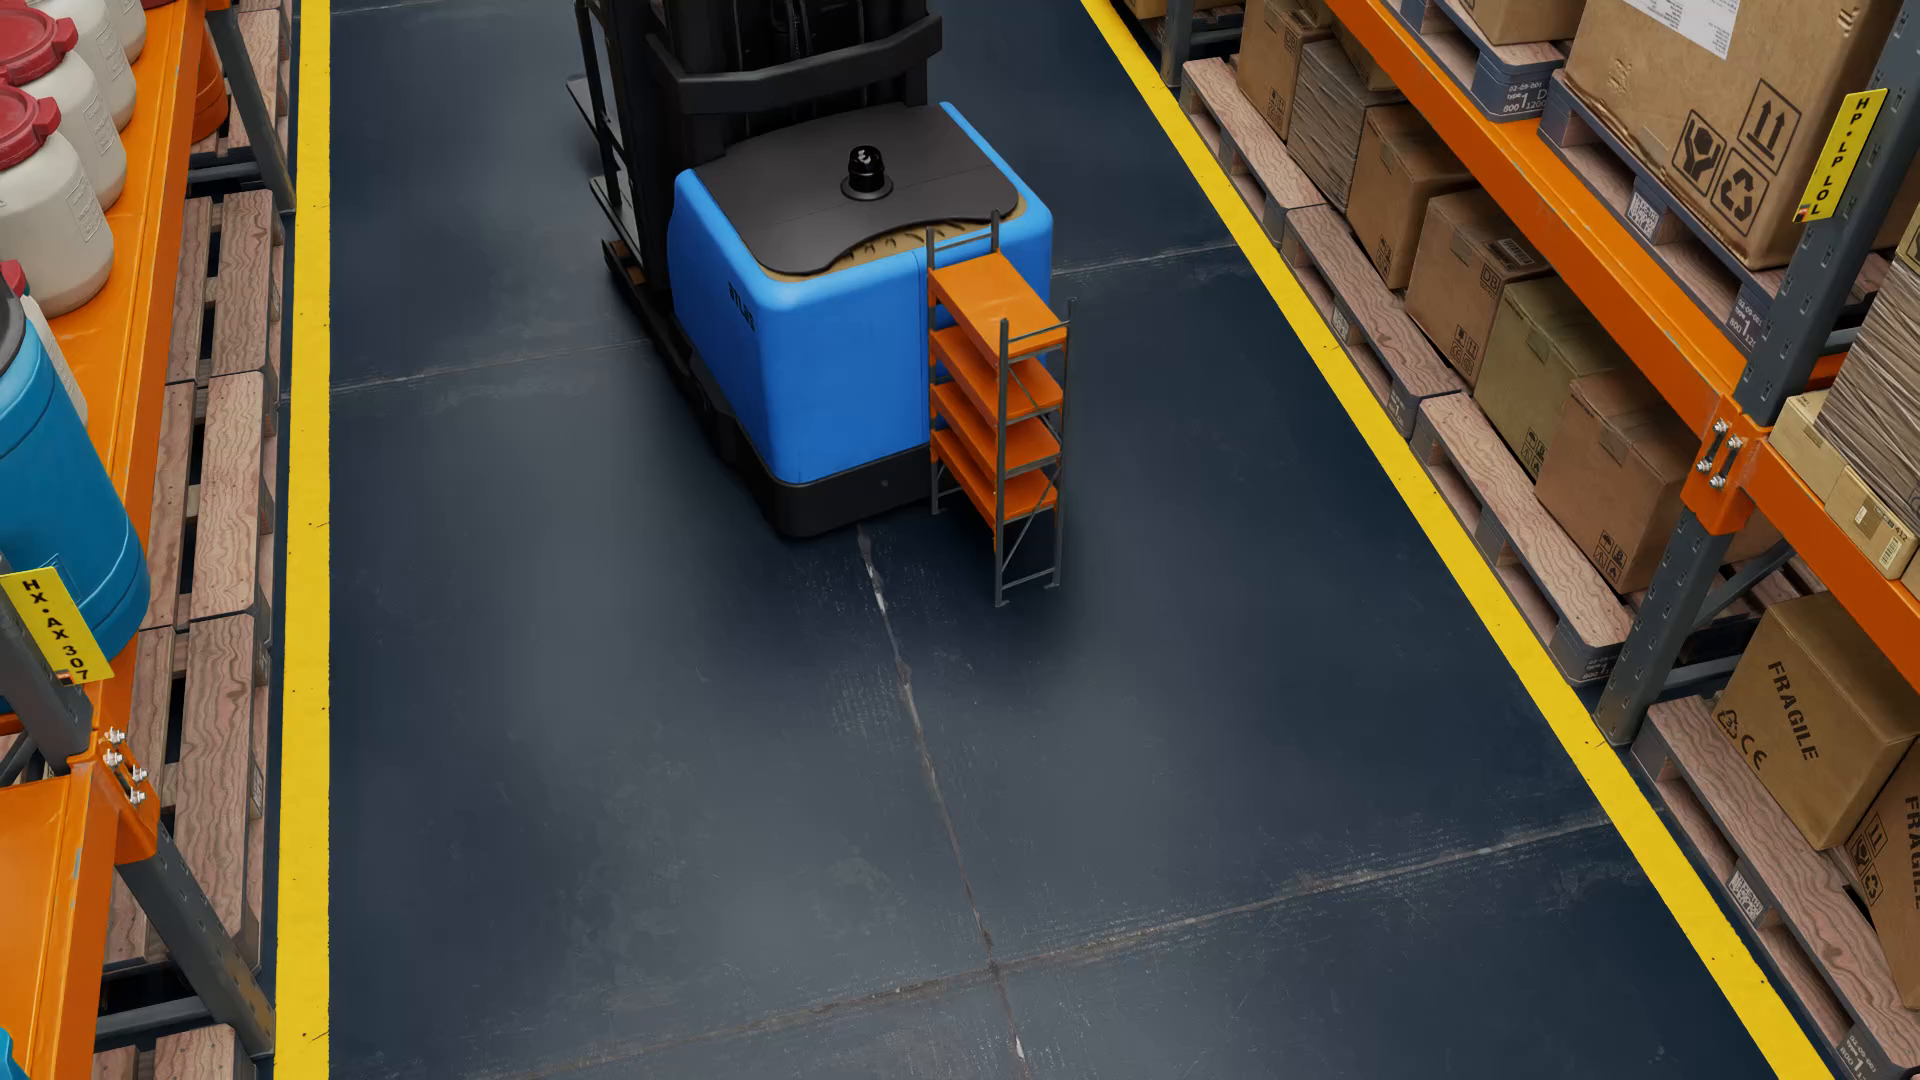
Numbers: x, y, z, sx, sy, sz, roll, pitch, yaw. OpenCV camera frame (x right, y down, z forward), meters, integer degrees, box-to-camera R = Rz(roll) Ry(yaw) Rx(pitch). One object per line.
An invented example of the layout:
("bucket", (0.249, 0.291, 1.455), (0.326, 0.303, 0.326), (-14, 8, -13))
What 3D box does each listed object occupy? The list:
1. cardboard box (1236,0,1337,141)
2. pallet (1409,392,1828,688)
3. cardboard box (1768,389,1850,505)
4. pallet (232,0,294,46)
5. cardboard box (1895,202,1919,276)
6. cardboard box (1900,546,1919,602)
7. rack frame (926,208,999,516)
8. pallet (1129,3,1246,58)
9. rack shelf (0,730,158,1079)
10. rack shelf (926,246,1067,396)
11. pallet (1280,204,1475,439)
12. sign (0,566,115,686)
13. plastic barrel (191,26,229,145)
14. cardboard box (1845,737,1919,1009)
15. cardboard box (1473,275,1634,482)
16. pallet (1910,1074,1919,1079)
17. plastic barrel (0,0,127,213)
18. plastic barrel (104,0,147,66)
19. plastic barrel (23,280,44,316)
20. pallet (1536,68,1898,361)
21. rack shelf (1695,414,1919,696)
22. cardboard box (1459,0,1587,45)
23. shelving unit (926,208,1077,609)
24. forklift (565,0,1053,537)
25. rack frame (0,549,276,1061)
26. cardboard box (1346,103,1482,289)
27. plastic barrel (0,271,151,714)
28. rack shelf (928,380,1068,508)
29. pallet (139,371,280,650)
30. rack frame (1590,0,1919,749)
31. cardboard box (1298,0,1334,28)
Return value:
("cardboard box", (1.639, -2.123, 7.172), (0.700, 0.500, 0.500), (-13, 47, -12))
("pallet", (2.272, -0.102, 5.703), (1.003, 0.211, 1.213), (-11, 47, -10))
("cardboard box", (2.237, -0.250, 4.070), (0.380, 0.149, 0.250), (-11, 47, -10))
("pallet", (-3.890, -2.799, 8.345), (1.003, 0.211, 1.213), (-11, 47, -10))
("cardboard box", (2.342, -0.673, 3.331), (0.500, 0.500, 0.500), (-11, 47, -10))
("cardboard box", (2.379, 0.093, 3.735), (0.380, 0.149, 0.250), (-11, 47, -10))
("rack frame", (0.009, -0.547, 5.446), (0.240, 1.200, 0.015), (-19, 49, -18))
("pallet", (1.319, -2.885, 8.429), (1.003, 0.211, 1.213), (-11, 47, -10))
("rack shelf", (-1.804, 1.997, 2.196), (1.077, 0.370, 4.000), (-11, 47, -10))
("rack shelf", (0.117, -0.666, 5.012), (0.258, 0.148, 0.480), (-19, 49, -18))
("pallet", (1.956, -0.946, 6.530), (1.003, 0.211, 1.213), (-11, 47, -10))
("sign", (-1.781, 0.175, 3.285), (0.100, 0.325, 0.005), (-11, 47, -10))
("plastic barrel", (-3.481, -2.119, 6.952), (0.600, 0.830, 0.708), (-11, 47, -10))
("cardboard box", (2.690, 0.864, 4.259), (0.500, 0.500, 0.500), (3, 46, 2))
("cardboard box", (2.232, -0.581, 5.661), (0.700, 0.500, 0.500), (-11, 47, -11))
("pallet", (2.994, 1.736, 3.901), (1.003, 0.211, 1.213), (-11, 47, -10))
("plastic barrel", (-2.647, -1.189, 4.720), (0.433, 0.535, 0.433), (0, 46, 0))
("plastic barrel", (-2.870, -1.765, 5.301), (0.421, 0.512, 0.421), (0, 46, 0))
("plastic barrel", (-2.506, -0.529, 4.265), (0.301, 0.262, 0.301), (0, 46, 0))
("pallet", (2.417, -1.028, 4.792), (1.003, 0.211, 1.213), (-11, 47, -10))
("rack shelf", (2.984, 1.091, 3.084), (1.077, 0.370, 4.000), (-11, 47, -10))
("cardboard box", (1.939, -1.904, 5.150), (0.797, 0.503, 0.637), (-6, 46, -6))
("shelving unit", (0.117, -0.390, 5.293), (0.258, 1.200, 0.503), (-19, 49, -18))
("forklift", (-0.796, -2.093, 5.749), (1.130, 2.935, 3.031), (-20, 49, -18))
("rack frame", (-2.316, 0.364, 3.293), (1.000, 3.000, 0.127), (-11, 47, -10))
("cardboard box", (1.945, -1.352, 6.417), (0.700, 0.500, 0.500), (-7, 46, -7))
("plastic barrel", (-2.122, -0.133, 3.429), (0.600, 0.901, 0.708), (-11, 47, -10))
("rack shelf", (0.117, -0.343, 5.341), (0.258, 0.148, 0.480), (-19, 49, -18))
("pallet", (-2.870, -0.039, 5.640), (1.003, 0.211, 1.213), (-11, 47, -10))
("rack frame", (2.472, -0.541, 4.180), (1.000, 3.000, 0.127), (-11, 47, -10))
("cardboard box", (1.649, -2.387, 6.906), (0.500, 0.250, 0.500), (-9, 46, -9))
